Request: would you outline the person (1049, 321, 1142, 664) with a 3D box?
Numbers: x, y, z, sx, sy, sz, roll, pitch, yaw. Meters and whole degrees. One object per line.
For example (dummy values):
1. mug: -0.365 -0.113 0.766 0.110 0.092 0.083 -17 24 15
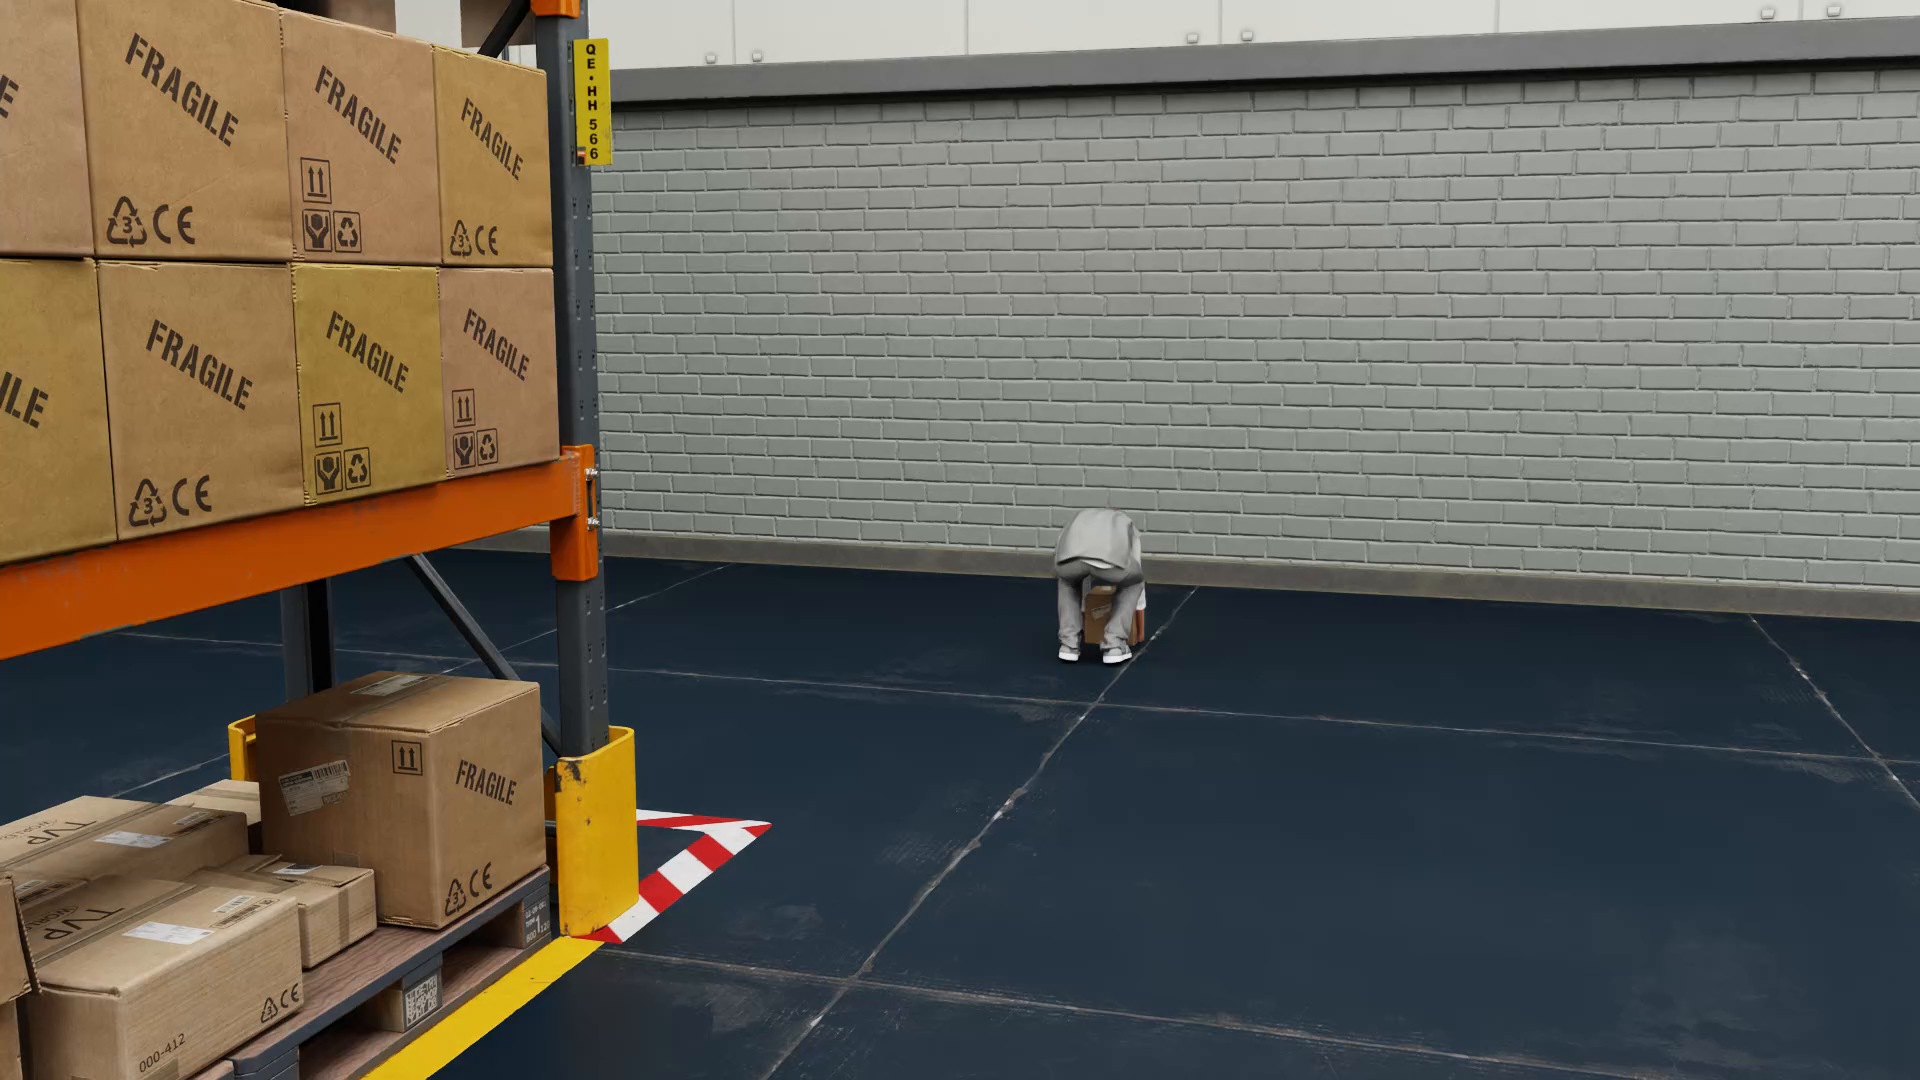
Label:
1. person: 0.642 -0.227 7.853 0.440 1.602 0.461 2 9 16
